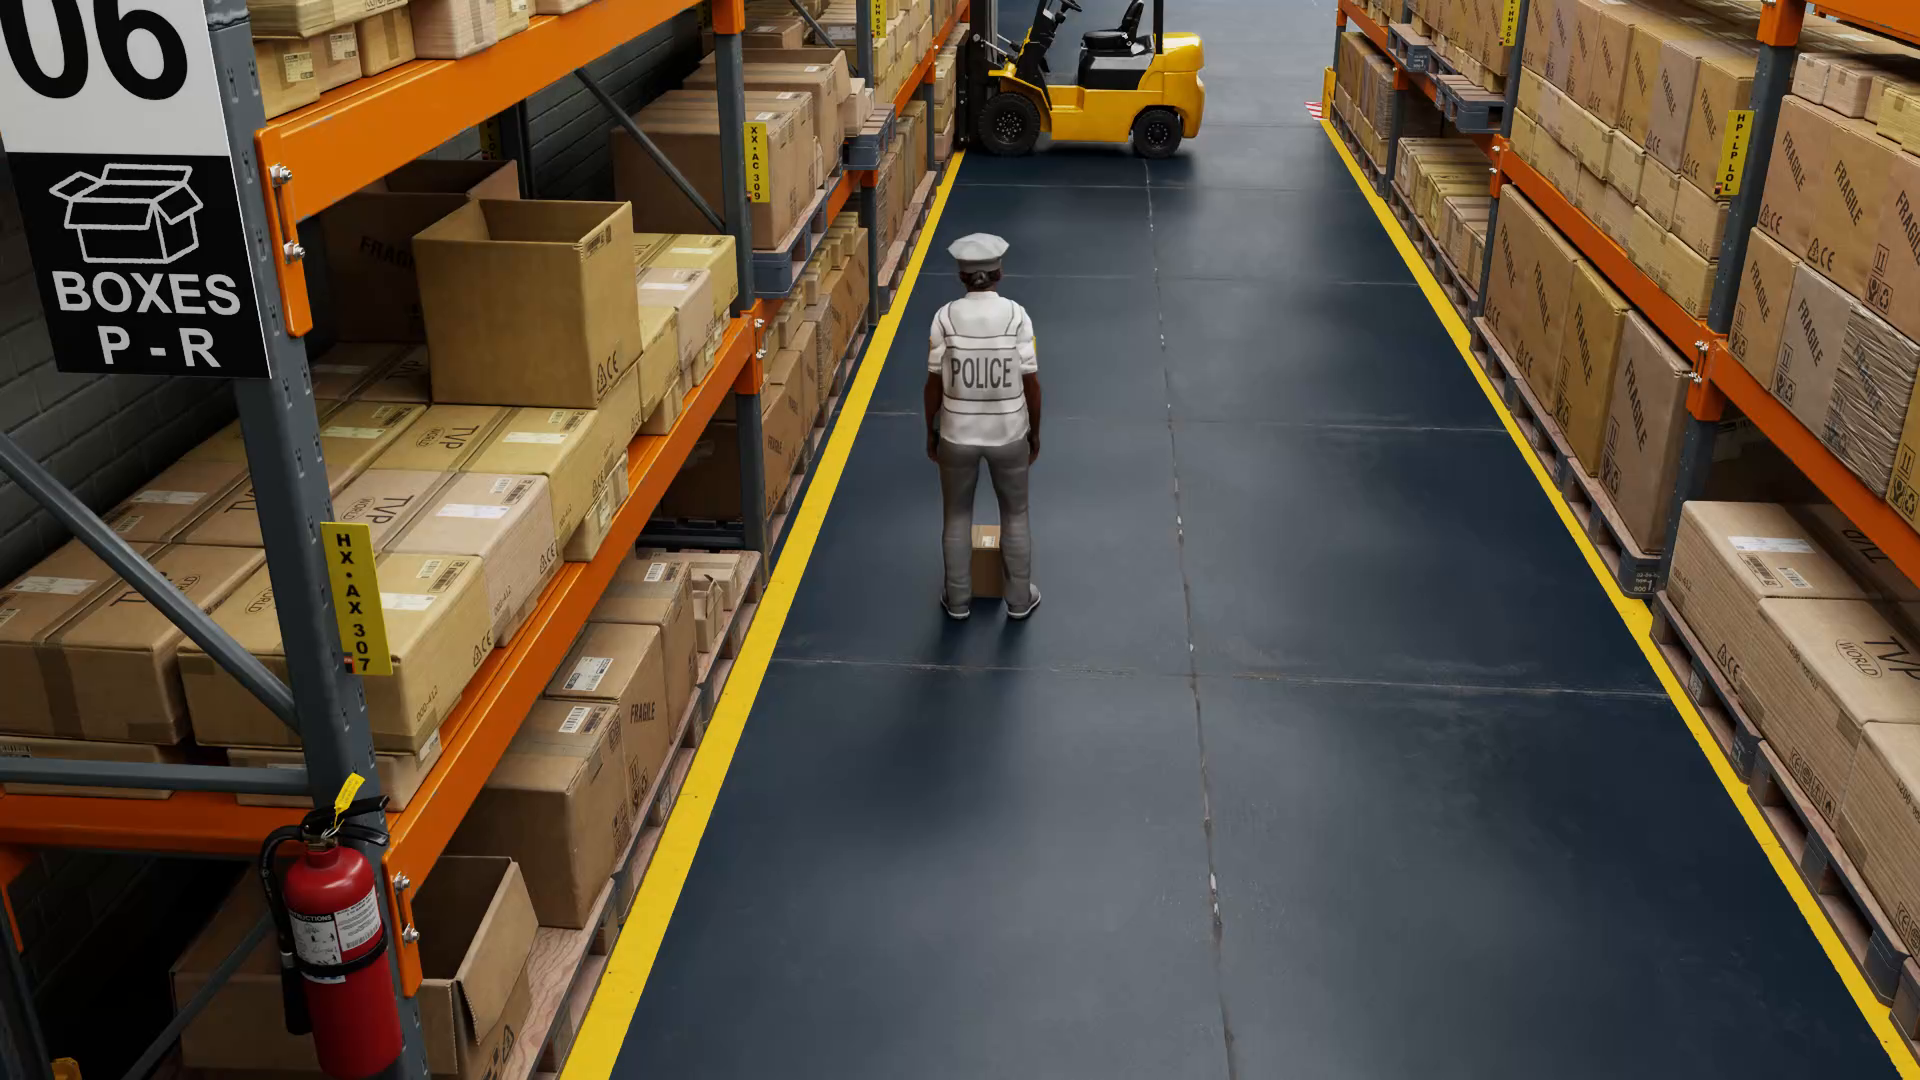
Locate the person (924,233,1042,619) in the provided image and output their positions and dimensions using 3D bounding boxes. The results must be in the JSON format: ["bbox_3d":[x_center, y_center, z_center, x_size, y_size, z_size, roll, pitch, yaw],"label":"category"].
[{"bbox_3d":[0.105,-0.445,7.075,0.510,1.659,0.396,1,25,2],"label":"person"}]
